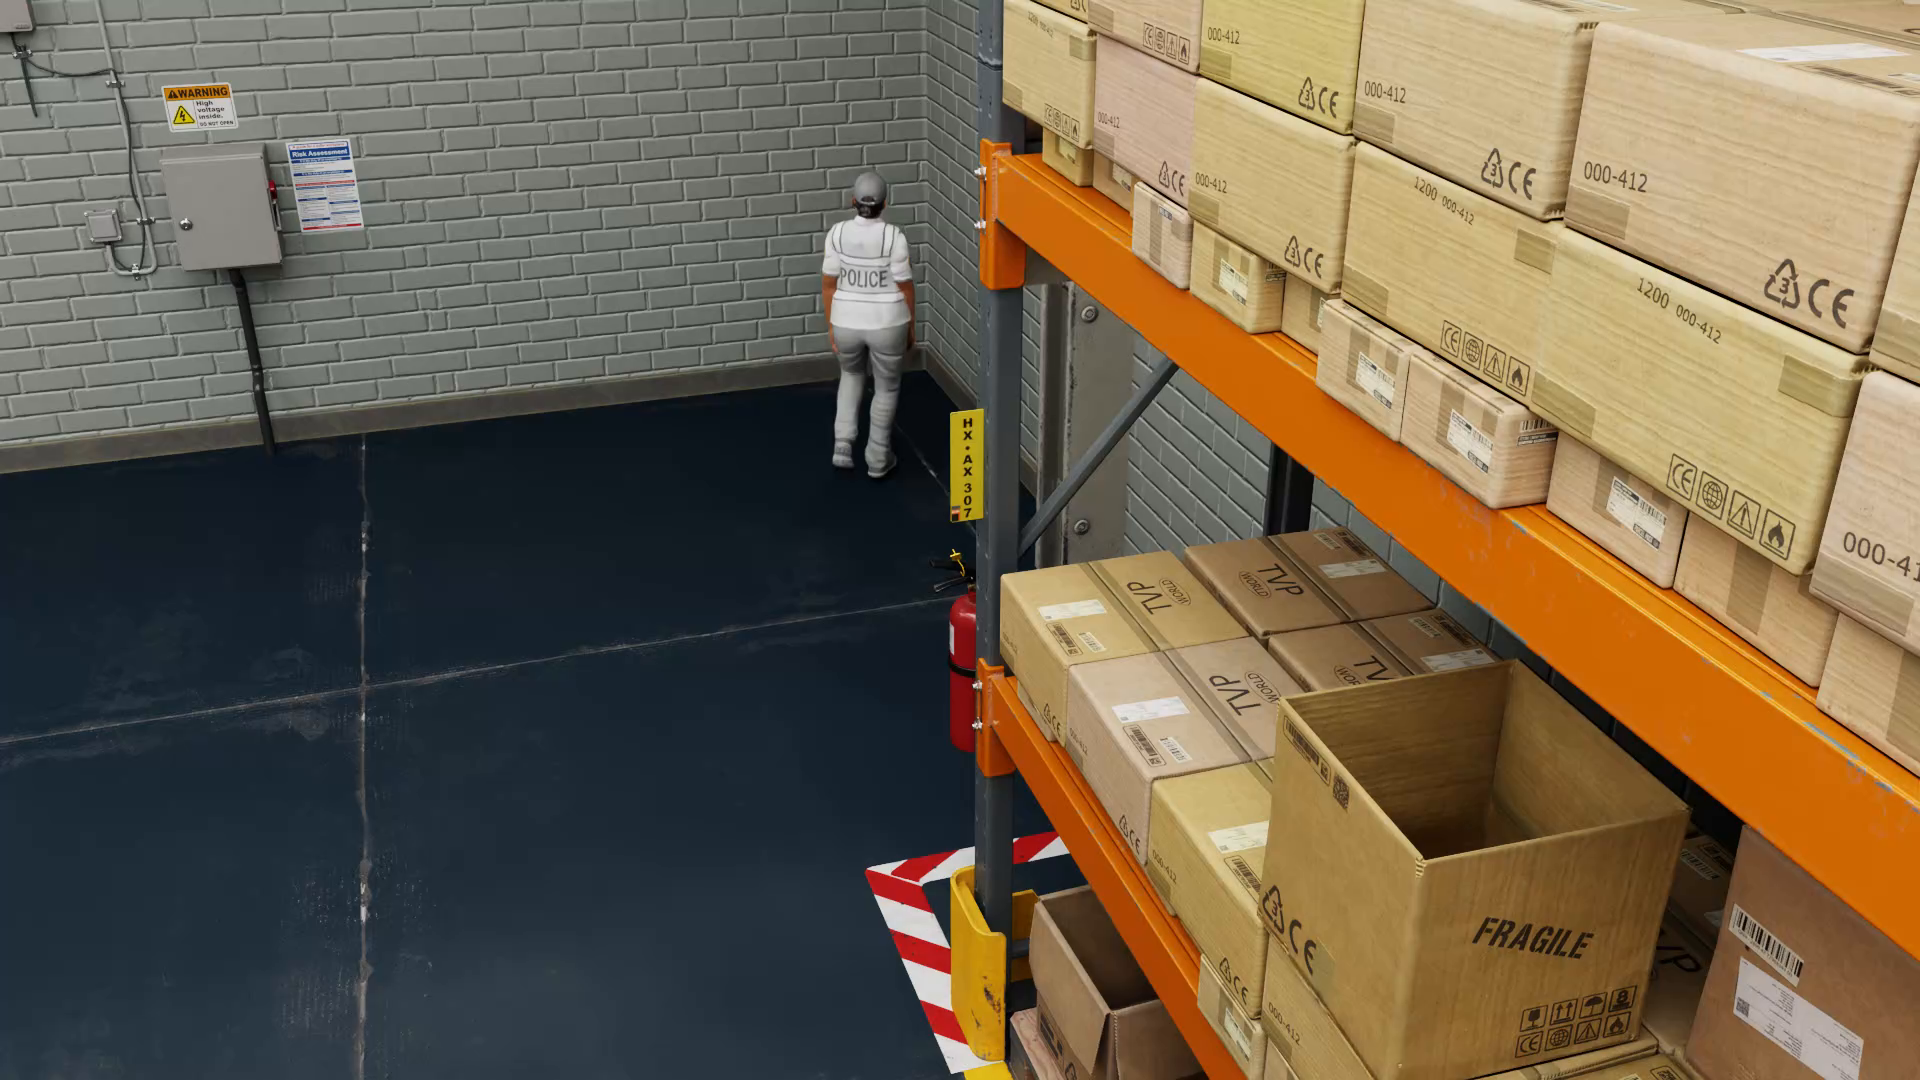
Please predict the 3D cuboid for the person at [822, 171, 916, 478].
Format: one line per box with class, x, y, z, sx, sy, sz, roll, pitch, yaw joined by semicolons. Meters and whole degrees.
person;-0.465;-1.132;8.874;0.481;1.678;0.445;7;27;14
